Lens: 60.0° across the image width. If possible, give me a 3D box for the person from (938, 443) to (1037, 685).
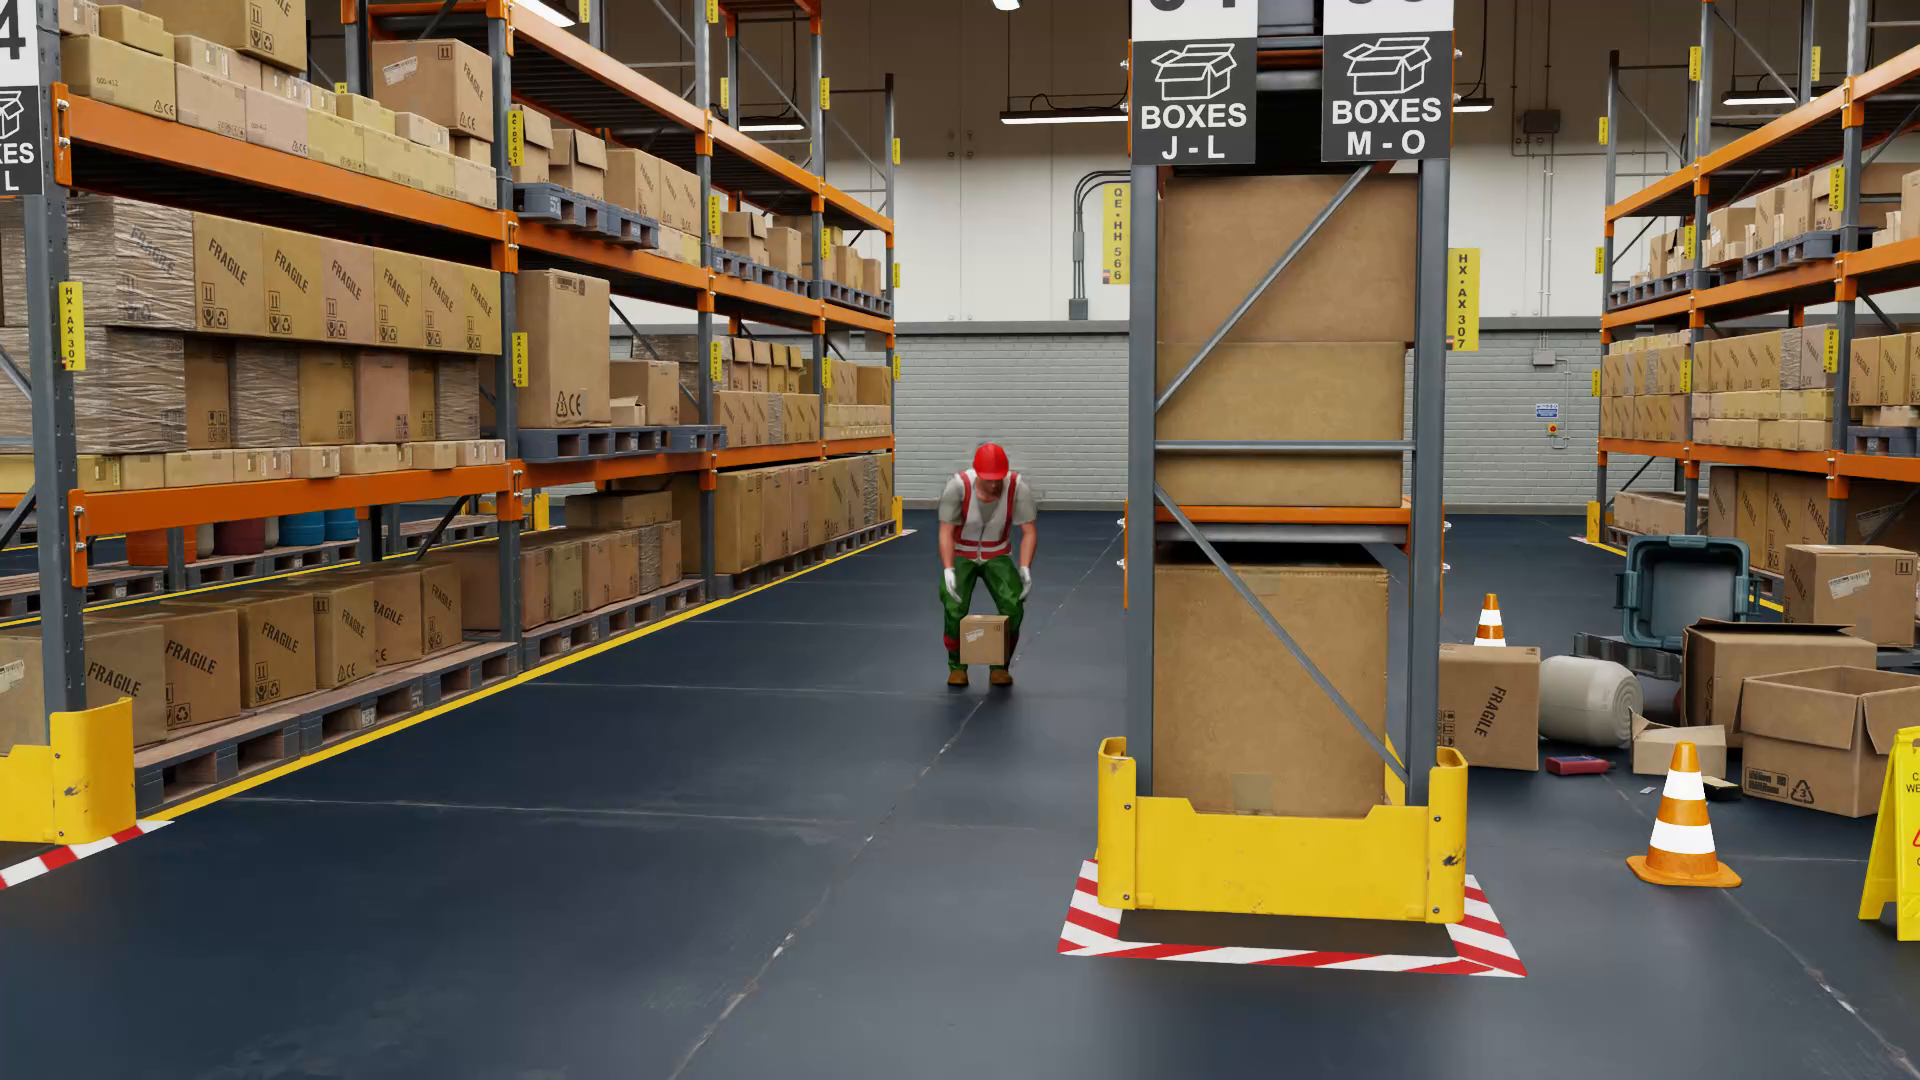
[{"bbox_3d":[0.162,0.141,9.844,0.583,1.443,0.749,0,4,-3],"label":"person"}]
